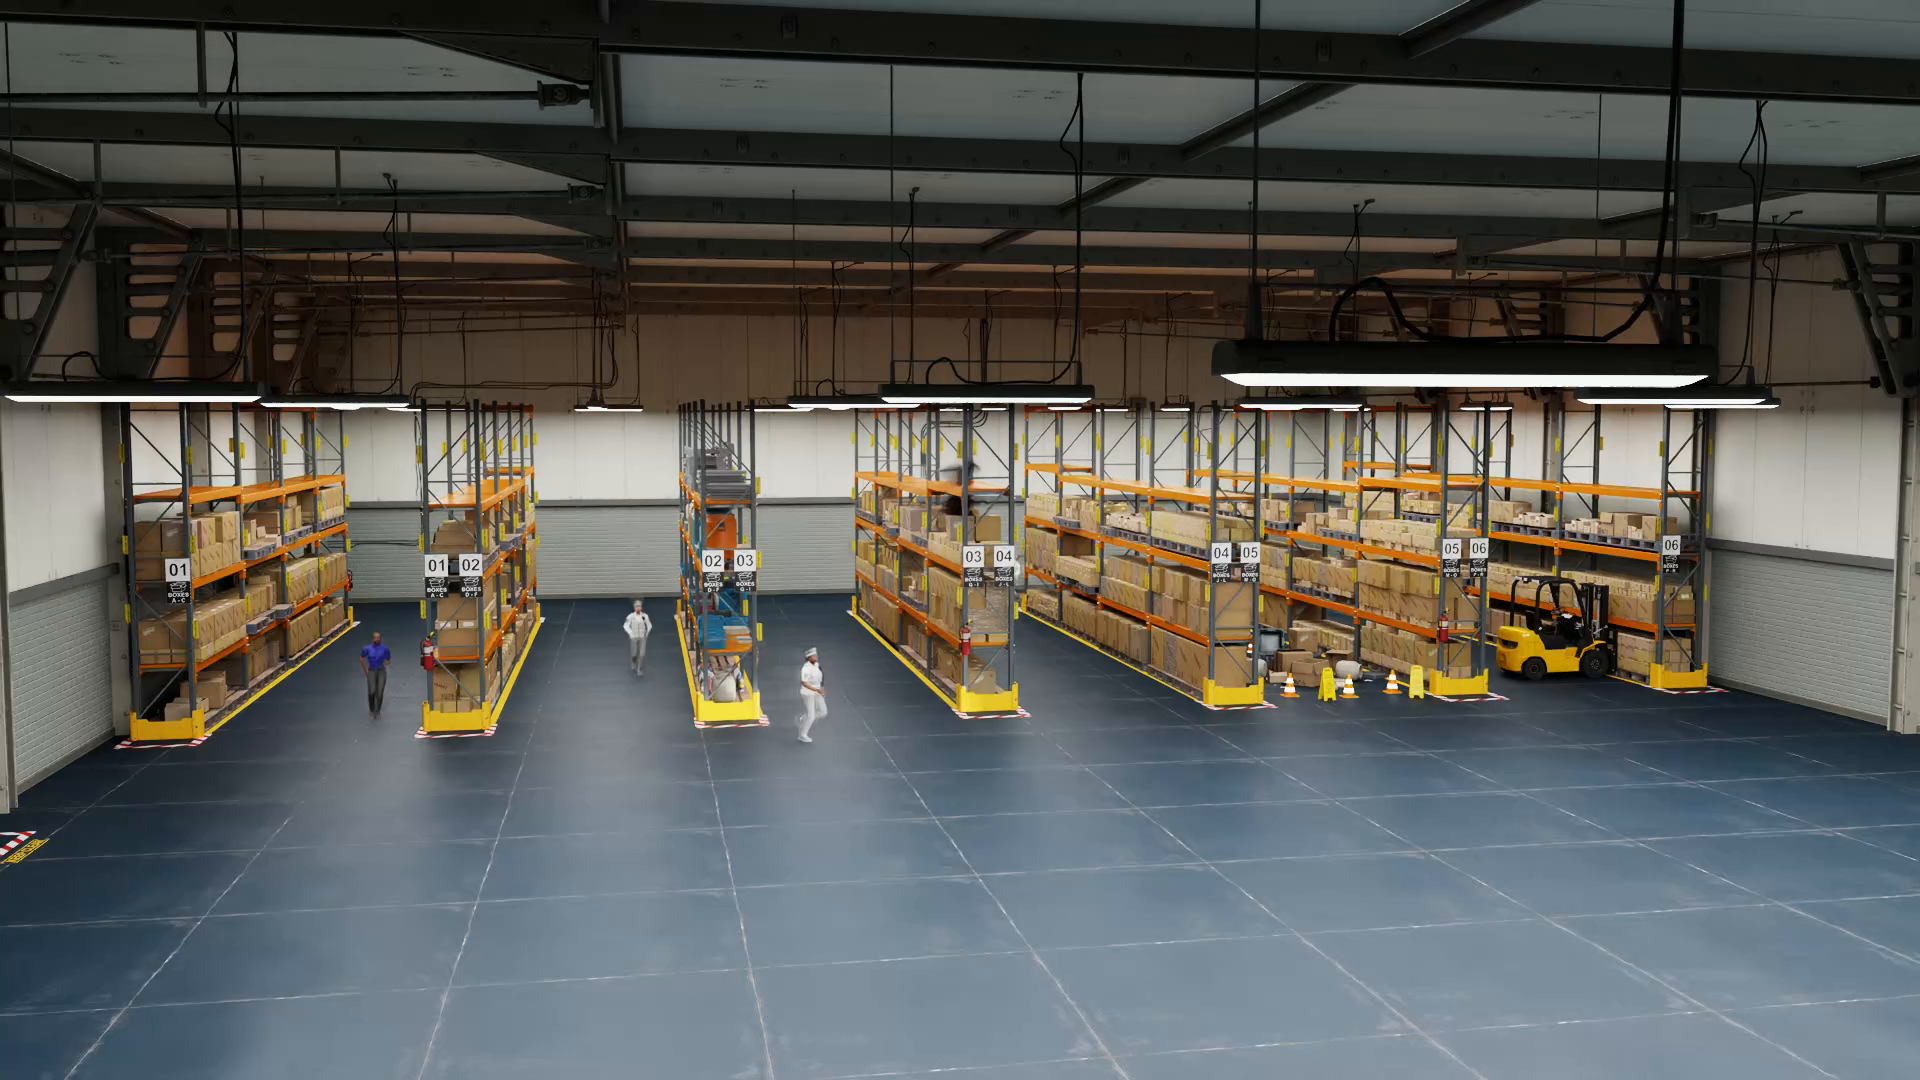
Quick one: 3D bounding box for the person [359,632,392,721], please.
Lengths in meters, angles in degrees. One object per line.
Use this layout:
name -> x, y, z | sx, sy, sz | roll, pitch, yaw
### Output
person -> -10.944, 2.557, 31.197 | 0.549, 1.680, 0.702 | -2, 5, -27

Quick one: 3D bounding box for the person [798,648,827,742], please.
person -> -2.564, 2.703, 29.145 | 0.609, 1.660, 0.582 | 2, 5, 30

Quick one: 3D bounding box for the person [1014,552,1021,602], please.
person -> 1.557, 1.171, 49.843 | 0.653, 1.632, 0.700 | 0, 4, -6

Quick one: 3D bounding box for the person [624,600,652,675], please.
person -> -7.059, 2.144, 36.505 | 0.605, 1.648, 0.551 | -1, 4, -16
